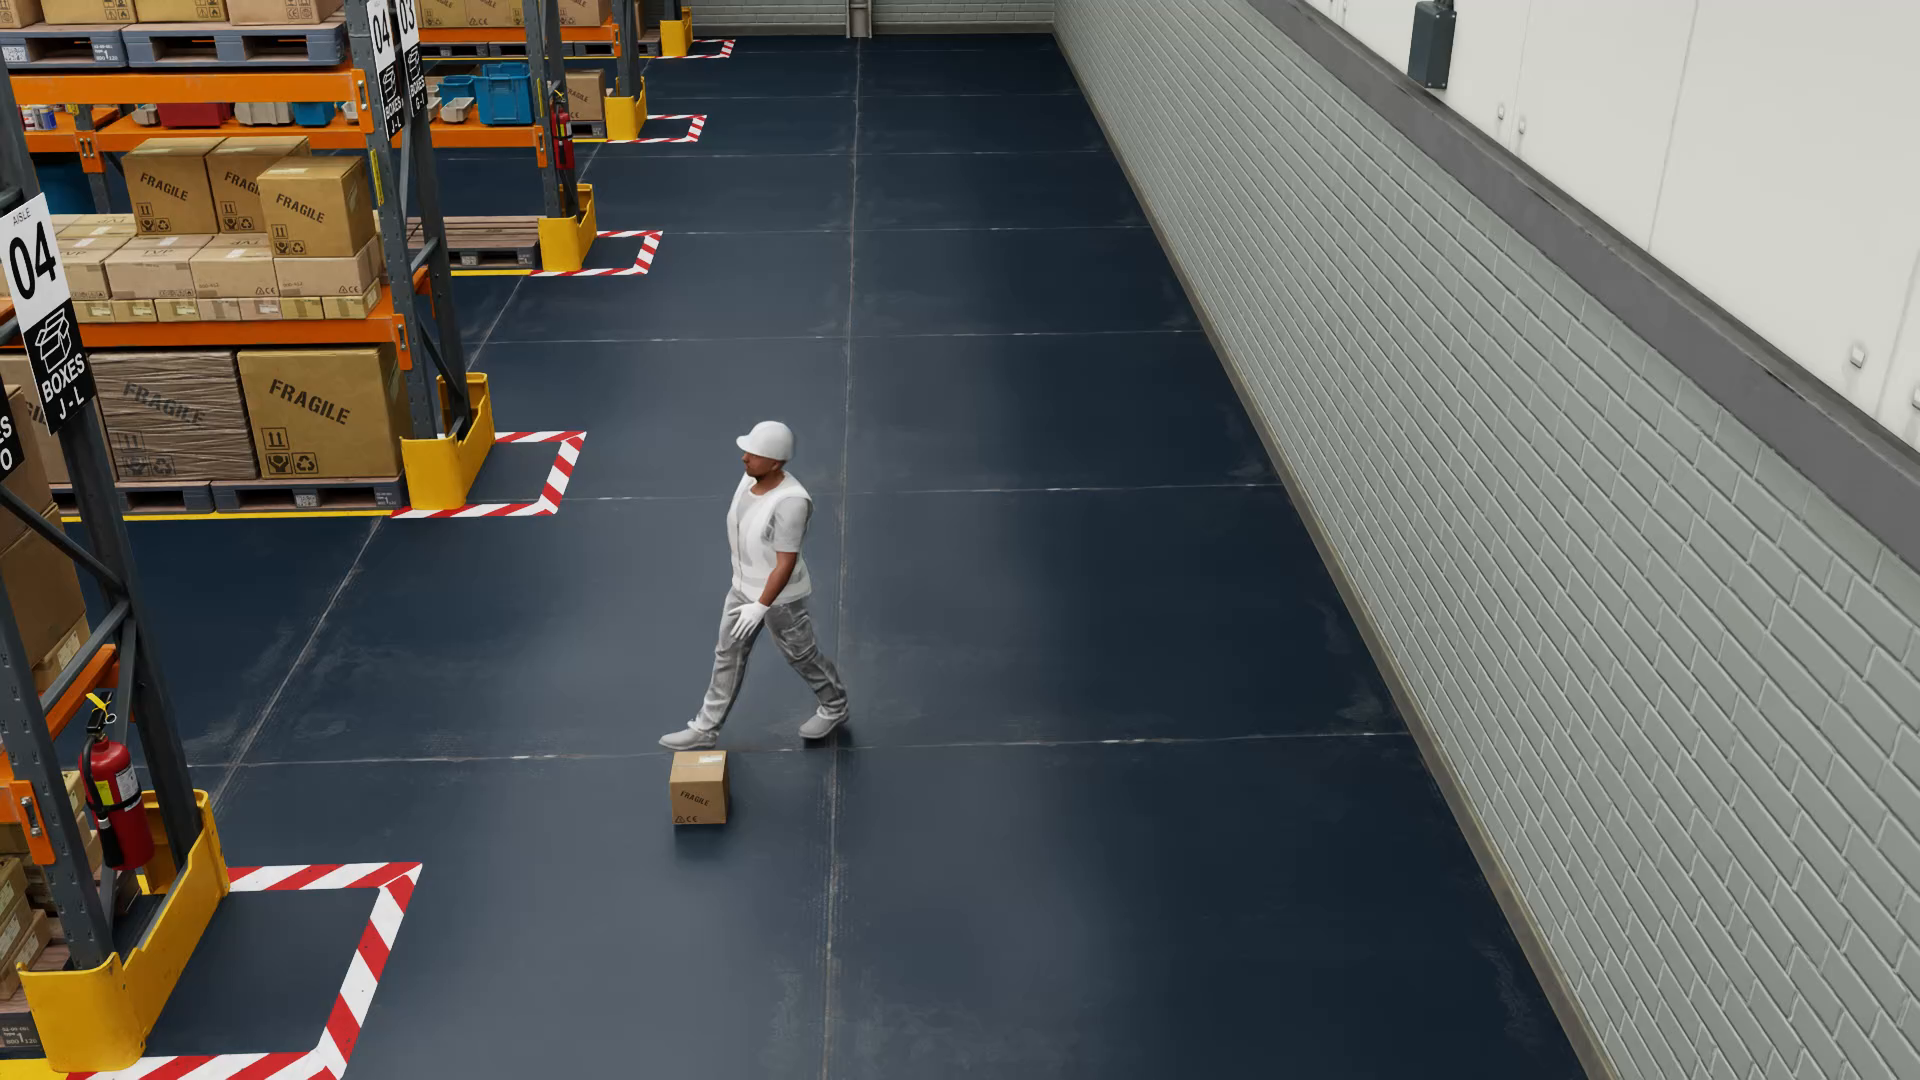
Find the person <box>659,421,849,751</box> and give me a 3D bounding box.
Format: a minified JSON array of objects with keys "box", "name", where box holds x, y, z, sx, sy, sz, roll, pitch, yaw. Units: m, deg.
[{"box":[-1.016,0.262,8.064,0.969,1.740,0.562,-18,33,-31],"name":"person"}]
